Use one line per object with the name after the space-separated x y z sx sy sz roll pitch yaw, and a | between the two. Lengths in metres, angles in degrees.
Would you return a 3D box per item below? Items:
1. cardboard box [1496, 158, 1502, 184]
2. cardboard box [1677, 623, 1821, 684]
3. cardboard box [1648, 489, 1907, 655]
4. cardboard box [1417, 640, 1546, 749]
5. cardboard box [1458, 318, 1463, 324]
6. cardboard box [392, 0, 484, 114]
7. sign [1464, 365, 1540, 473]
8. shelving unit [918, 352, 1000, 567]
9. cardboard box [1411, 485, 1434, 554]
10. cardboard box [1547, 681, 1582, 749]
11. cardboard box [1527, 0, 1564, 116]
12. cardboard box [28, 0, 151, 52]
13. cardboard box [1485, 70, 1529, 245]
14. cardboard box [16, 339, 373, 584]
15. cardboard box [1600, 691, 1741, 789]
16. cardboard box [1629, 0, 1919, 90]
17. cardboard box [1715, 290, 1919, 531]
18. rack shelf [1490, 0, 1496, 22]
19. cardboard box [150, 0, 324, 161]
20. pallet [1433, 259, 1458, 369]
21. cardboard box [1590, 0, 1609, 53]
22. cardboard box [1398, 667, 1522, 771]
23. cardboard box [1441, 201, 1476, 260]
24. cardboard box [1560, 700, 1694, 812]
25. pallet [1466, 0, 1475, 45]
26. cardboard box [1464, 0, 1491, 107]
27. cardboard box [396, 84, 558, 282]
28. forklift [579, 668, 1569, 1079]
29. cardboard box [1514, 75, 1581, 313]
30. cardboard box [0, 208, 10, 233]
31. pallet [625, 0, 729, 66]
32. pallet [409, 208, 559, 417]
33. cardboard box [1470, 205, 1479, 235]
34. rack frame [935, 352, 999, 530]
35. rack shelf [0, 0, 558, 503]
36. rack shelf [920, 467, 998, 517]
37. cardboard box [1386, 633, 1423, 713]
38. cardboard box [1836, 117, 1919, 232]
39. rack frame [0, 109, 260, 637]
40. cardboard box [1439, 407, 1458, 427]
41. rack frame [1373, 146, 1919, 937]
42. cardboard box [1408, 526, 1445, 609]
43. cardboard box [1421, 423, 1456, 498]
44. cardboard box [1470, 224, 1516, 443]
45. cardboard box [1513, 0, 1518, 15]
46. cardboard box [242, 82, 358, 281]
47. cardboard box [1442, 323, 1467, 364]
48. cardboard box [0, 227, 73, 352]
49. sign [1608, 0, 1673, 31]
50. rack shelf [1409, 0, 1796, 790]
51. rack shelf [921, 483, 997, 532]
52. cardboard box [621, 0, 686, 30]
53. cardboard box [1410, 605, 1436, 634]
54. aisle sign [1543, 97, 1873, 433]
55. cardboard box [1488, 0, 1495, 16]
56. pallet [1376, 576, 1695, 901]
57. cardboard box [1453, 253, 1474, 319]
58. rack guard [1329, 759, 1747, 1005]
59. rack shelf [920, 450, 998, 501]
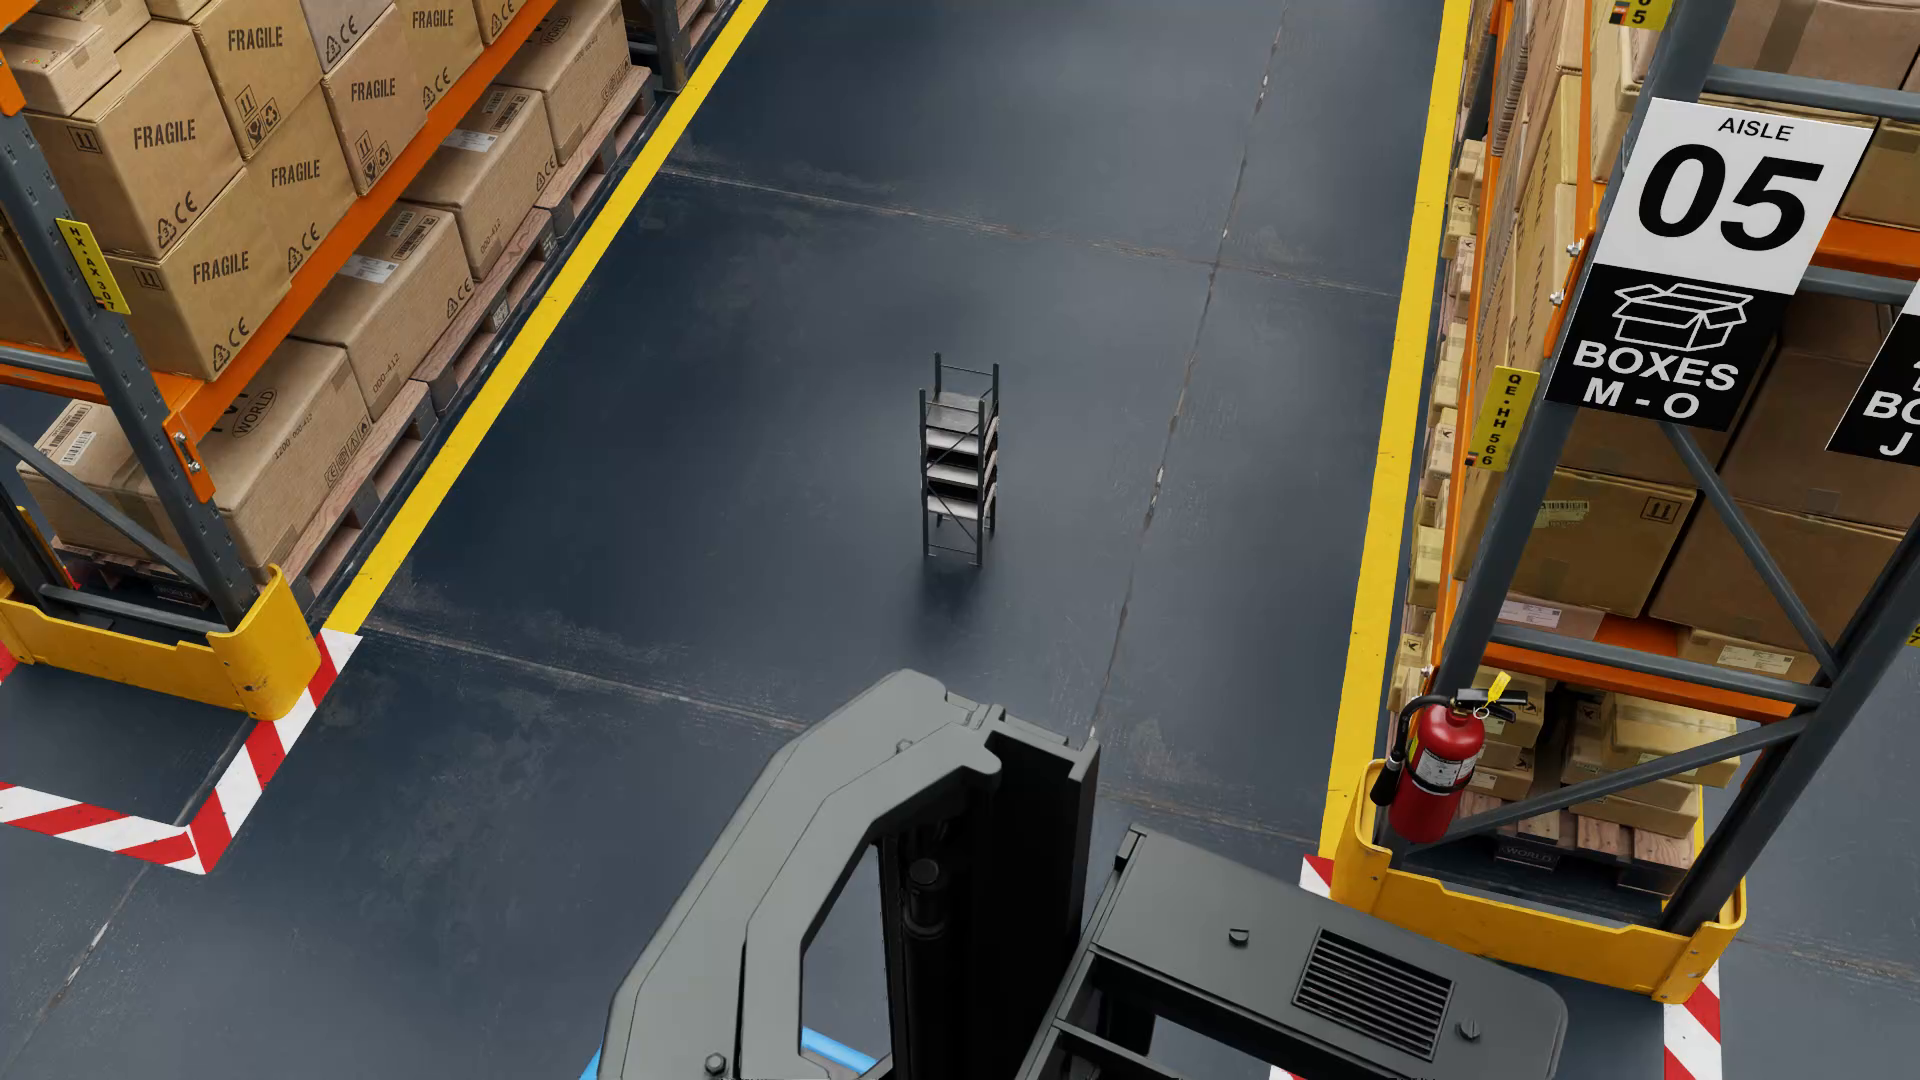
2.173 -1.379 6.052 0.380 0.149 0.250 14 50 12 | cardboard box
2.211 0.243 4.622 0.380 0.149 0.250 11 50 10 | cardboard box
2.195 -0.073 4.467 0.500 0.500 0.500 14 50 12 | cardboard box
1.705 0.504 5.448 0.380 0.149 0.250 12 50 10 | cardboard box
2.353 -0.984 7.158 0.380 0.149 0.250 11 49 9 | cardboard box
-2.216 -2.000 6.366 0.500 0.500 0.500 13 50 11 | cardboard box
1.280 -0.283 3.935 0.100 0.325 0.005 12 50 10 | sign
-0.002 -0.292 6.326 0.258 0.900 0.210 12 50 10 | shelving unit
1.929 -0.046 6.331 0.380 0.149 0.250 10 49 8 | cardboard box
2.247 0.612 5.749 0.380 0.149 0.250 11 50 10 | cardboard box
2.088 -1.641 5.184 0.500 0.500 0.500 10 49 9 | cardboard box
-2.631 -1.559 4.878 0.380 0.149 0.250 13 50 11 | cardboard box
2.086 -1.277 5.530 0.500 0.500 0.500 14 50 12 | cardboard box
-2.915 -0.363 6.417 0.875 0.438 0.875 10 49 9 | cardboard box
2.276 0.625 5.341 0.380 0.149 0.250 10 49 8 | cardboard box
1.686 -1.163 3.460 0.500 0.250 0.500 10 49 9 | cardboard box
2.184 -0.406 4.094 0.500 0.500 0.500 11 50 10 | cardboard box
3.389 -3.773 8.478 1.077 0.370 4.000 12 50 10 | rack shelf
-2.462 -1.605 5.351 0.500 0.500 0.500 10 49 9 | cardboard box
2.720 -1.149 7.542 1.003 0.211 1.213 12 50 10 | pallet
1.802 -1.366 3.973 0.500 0.250 0.500 12 50 10 | cardboard box
1.673 0.597 5.564 0.380 0.149 0.250 10 49 9 | cardboard box
2.387 -1.367 7.496 0.380 0.149 0.250 13 50 11 | cardboard box
2.195 0.707 5.467 0.380 0.149 0.250 13 50 12 | cardboard box
3.385 -3.090 9.255 1.003 0.211 1.213 12 50 10 | pallet
2.814 -2.461 8.227 0.500 0.500 0.500 11 49 9 | cardboard box
-2.443 -1.678 7.578 0.875 0.438 0.875 10 49 9 | cardboard box
0.348 1.634 3.271 3.031 2.935 1.130 20 51 17 | forklift
1.824 -0.880 4.513 0.500 0.500 0.500 10 49 9 | cardboard box
-3.095 -1.334 5.112 0.500 0.500 0.500 13 50 11 | cardboard box
-1.809 -3.118 9.280 1.003 0.211 1.213 12 50 10 | pallet
-2.534 -1.125 7.521 1.003 0.211 1.213 12 50 10 | pallet
2.479 -1.458 7.378 0.380 0.149 0.250 12 50 10 | cardboard box
0.025 -0.365 6.391 0.240 0.900 0.006 12 50 10 | rack frame
-2.466 -1.783 6.722 1.077 0.370 4.000 12 50 10 | rack shelf
-0.002 -0.210 6.419 0.258 0.077 0.200 12 50 10 | rack shelf
1.717 0.506 5.843 0.380 0.149 0.250 13 50 11 | cardboard box
2.175 -0.888 3.551 0.500 0.250 0.500 13 50 11 | cardboard box
-2.992 -0.575 5.175 1.000 3.000 0.127 12 50 10 | rack frame
2.018 -0.338 6.390 0.380 0.149 0.250 14 50 12 | cardboard box
1.810 0.329 4.378 1.000 3.000 0.127 12 50 10 | rack frame
1.772 0.121 5.786 0.380 0.149 0.250 11 49 9 | cardboard box
1.918 -0.259 6.121 0.380 0.149 0.250 13 50 11 | cardboard box
1.820 -0.550 4.888 0.500 0.500 0.500 11 49 9 | cardboard box
2.366 -2.028 6.193 0.500 0.500 0.500 12 50 10 | cardboard box
-2.483 -1.270 5.722 0.500 0.500 0.500 11 49 10 | cardboard box
2.153 -0.716 6.723 0.380 0.149 0.250 11 50 10 | cardboard box
-3.121 -1.009 5.492 0.500 0.500 0.500 12 50 10 | cardboard box
1.280 -1.080 3.031 0.100 0.325 0.005 12 50 10 | sign
2.336 -0.879 5.924 1.077 0.370 4.000 12 50 10 | rack shelf
-0.002 -0.151 6.486 0.258 0.077 0.200 12 50 10 | rack shelf
-1.853 -3.368 8.778 0.875 0.875 0.875 13 50 11 | cardboard box
1.809 0.221 5.896 0.380 0.149 0.250 10 49 8 | cardboard box
1.501 -0.537 3.409 0.394 0.787 0.004 12 50 10 | aisle sign
2.815 -2.713 7.949 0.500 0.250 0.500 10 49 9 | cardboard box
2.078 0.616 5.984 1.003 0.211 1.213 12 50 10 | pallet
2.231 -1.007 6.782 0.380 0.149 0.250 13 50 11 | cardboard box
1.830 1.101 5.363 1.175 0.500 0.348 12 50 10 | rack guard
-0.002 -0.270 6.351 0.258 0.077 0.200 12 50 10 | rack shelf
